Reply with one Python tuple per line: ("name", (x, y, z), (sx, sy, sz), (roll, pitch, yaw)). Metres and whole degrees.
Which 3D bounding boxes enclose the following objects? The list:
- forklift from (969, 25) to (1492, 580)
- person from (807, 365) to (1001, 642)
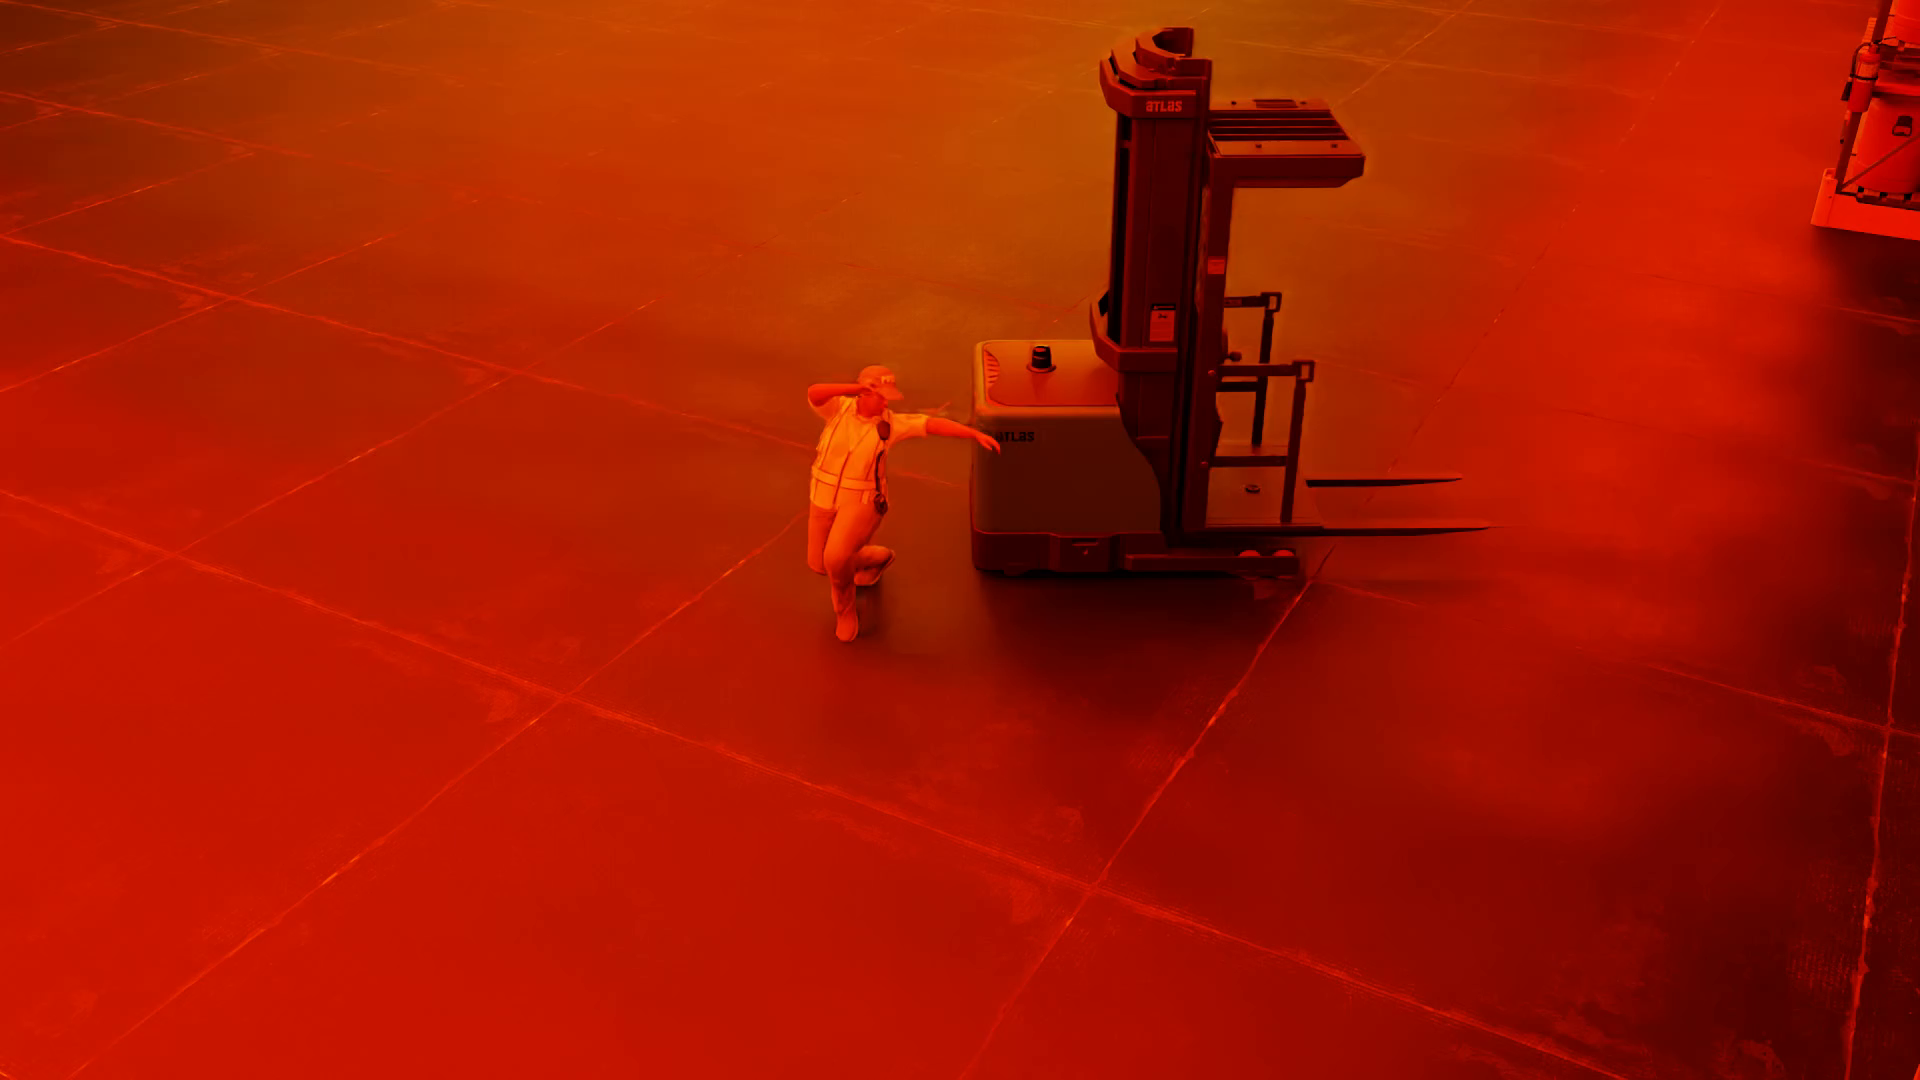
("forklift", (1.580, -1.307, 9.336), (3.031, 2.935, 1.130), (0, 30, -1))
("person", (-0.369, -0.184, 8.934), (1.005, 1.440, 0.858), (12, 32, 20))
